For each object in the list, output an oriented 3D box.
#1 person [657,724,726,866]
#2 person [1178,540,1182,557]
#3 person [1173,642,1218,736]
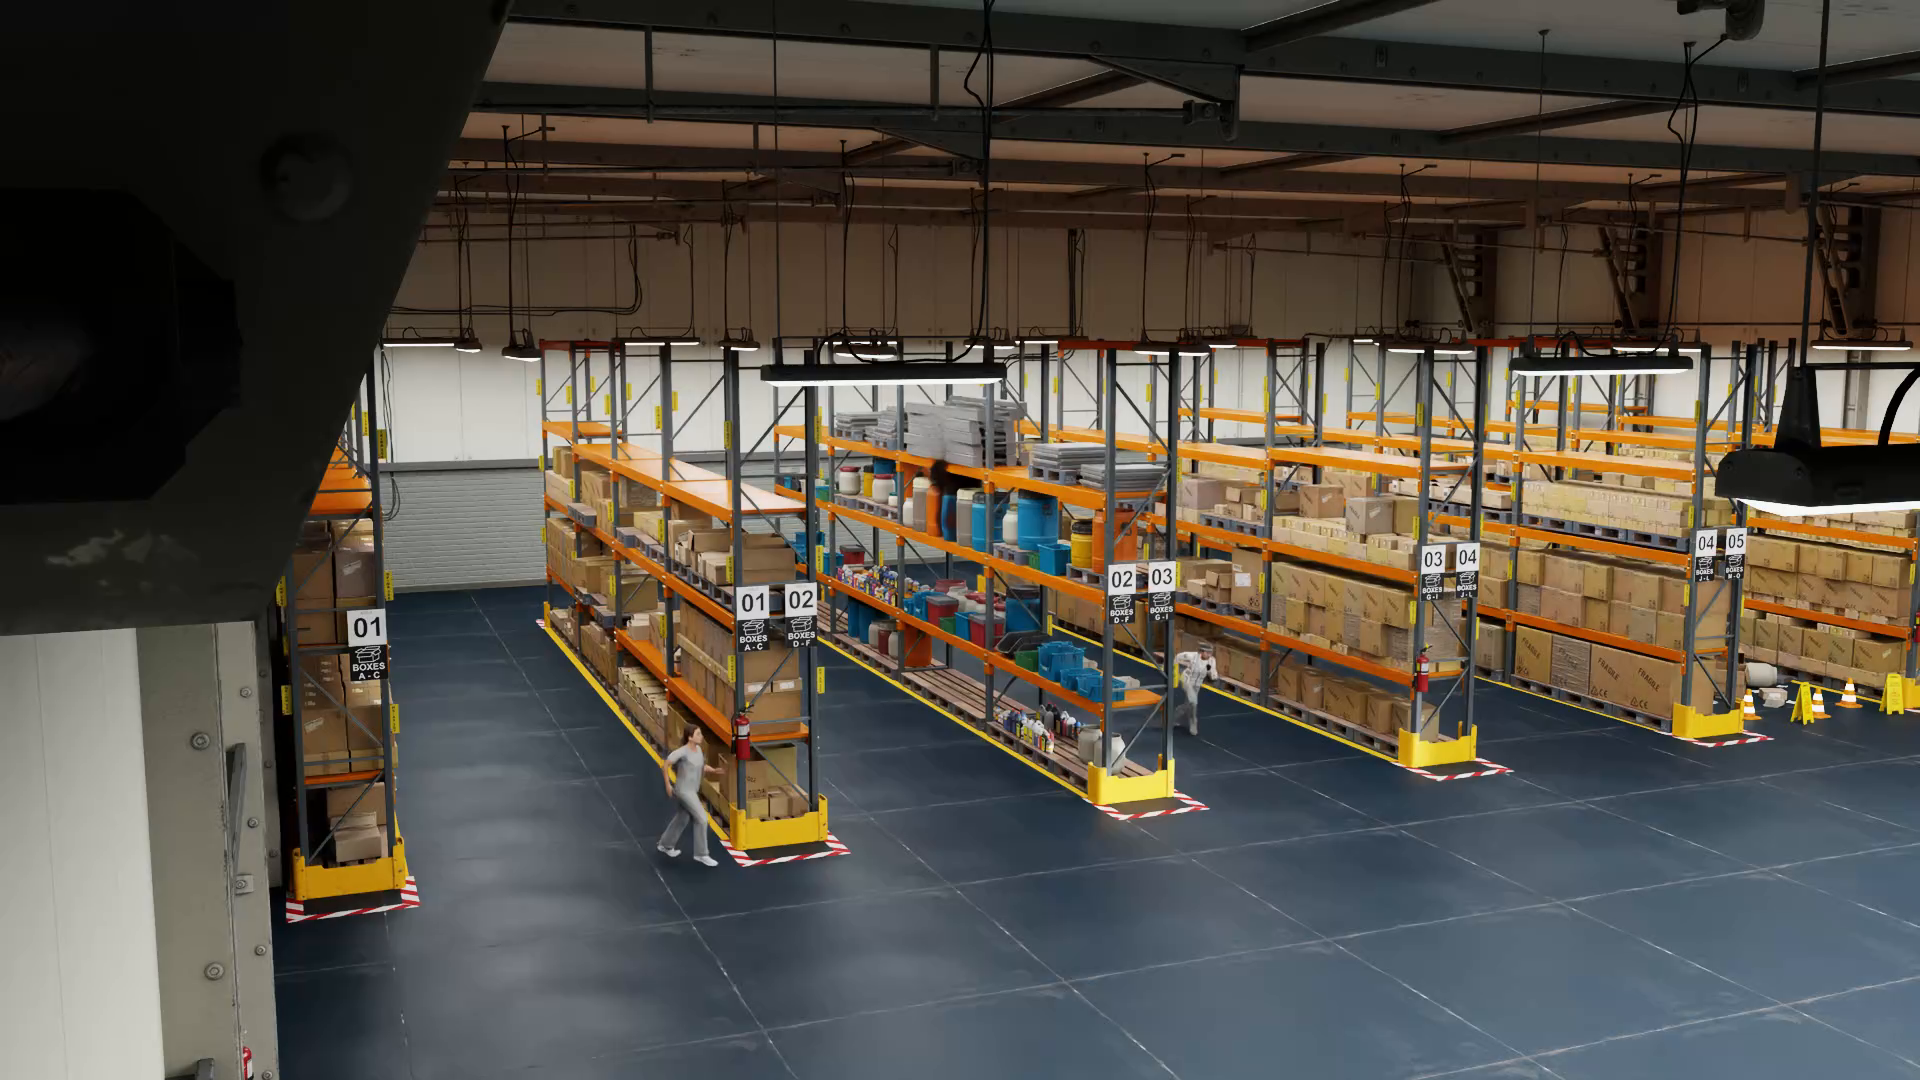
[{"bbox_3d":[-3.187,2.961,19.482,0.882,1.657,0.560,2,8,16],"label":"person"},{"bbox_3d":[5.428,0.084,41.780,0.735,1.622,0.586,-6,10,-39],"label":"person"},{"bbox_3d":[3.632,2.250,25.725,0.566,1.457,1.040,-3,8,-22],"label":"person"}]
